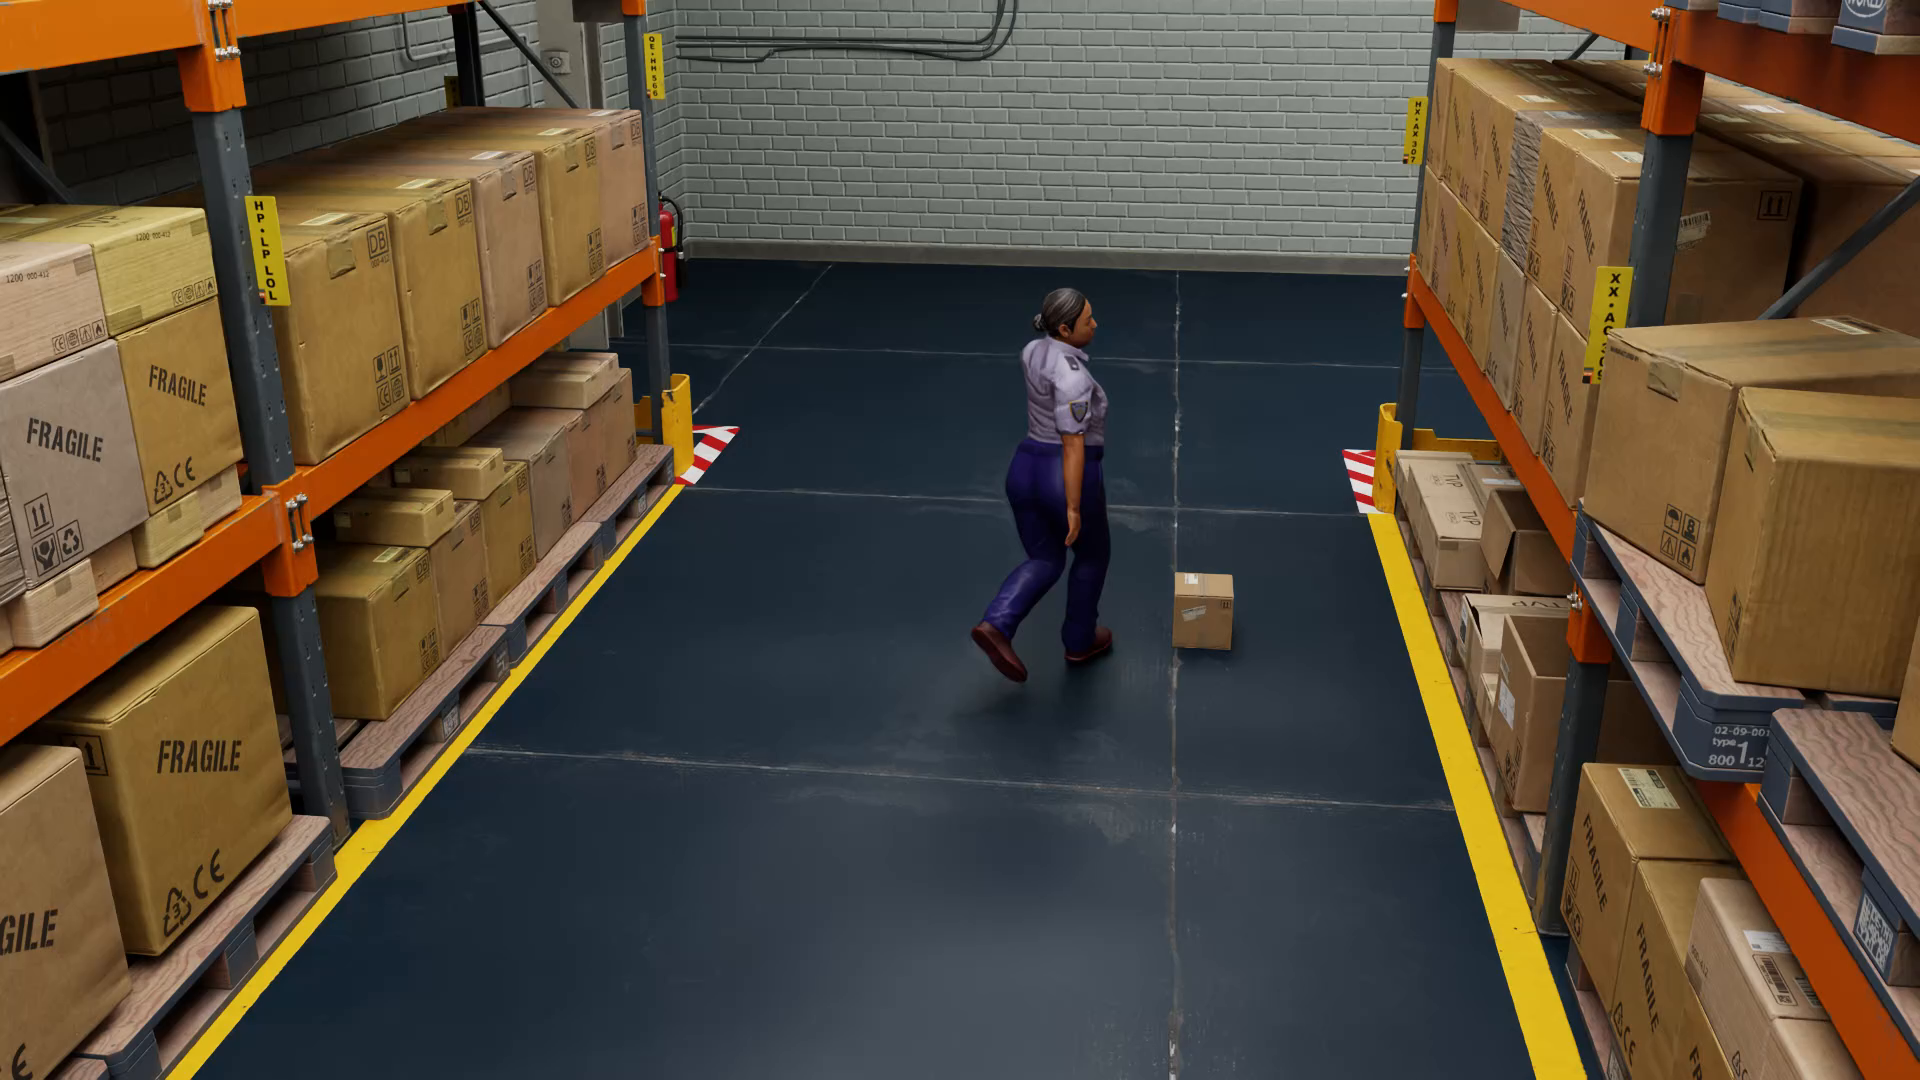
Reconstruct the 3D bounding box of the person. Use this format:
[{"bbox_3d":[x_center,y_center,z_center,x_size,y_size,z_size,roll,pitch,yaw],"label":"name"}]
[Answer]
[{"bbox_3d":[0.356,-0.220,6.682,0.770,1.596,0.474,-17,27,-37],"label":"person"}]
